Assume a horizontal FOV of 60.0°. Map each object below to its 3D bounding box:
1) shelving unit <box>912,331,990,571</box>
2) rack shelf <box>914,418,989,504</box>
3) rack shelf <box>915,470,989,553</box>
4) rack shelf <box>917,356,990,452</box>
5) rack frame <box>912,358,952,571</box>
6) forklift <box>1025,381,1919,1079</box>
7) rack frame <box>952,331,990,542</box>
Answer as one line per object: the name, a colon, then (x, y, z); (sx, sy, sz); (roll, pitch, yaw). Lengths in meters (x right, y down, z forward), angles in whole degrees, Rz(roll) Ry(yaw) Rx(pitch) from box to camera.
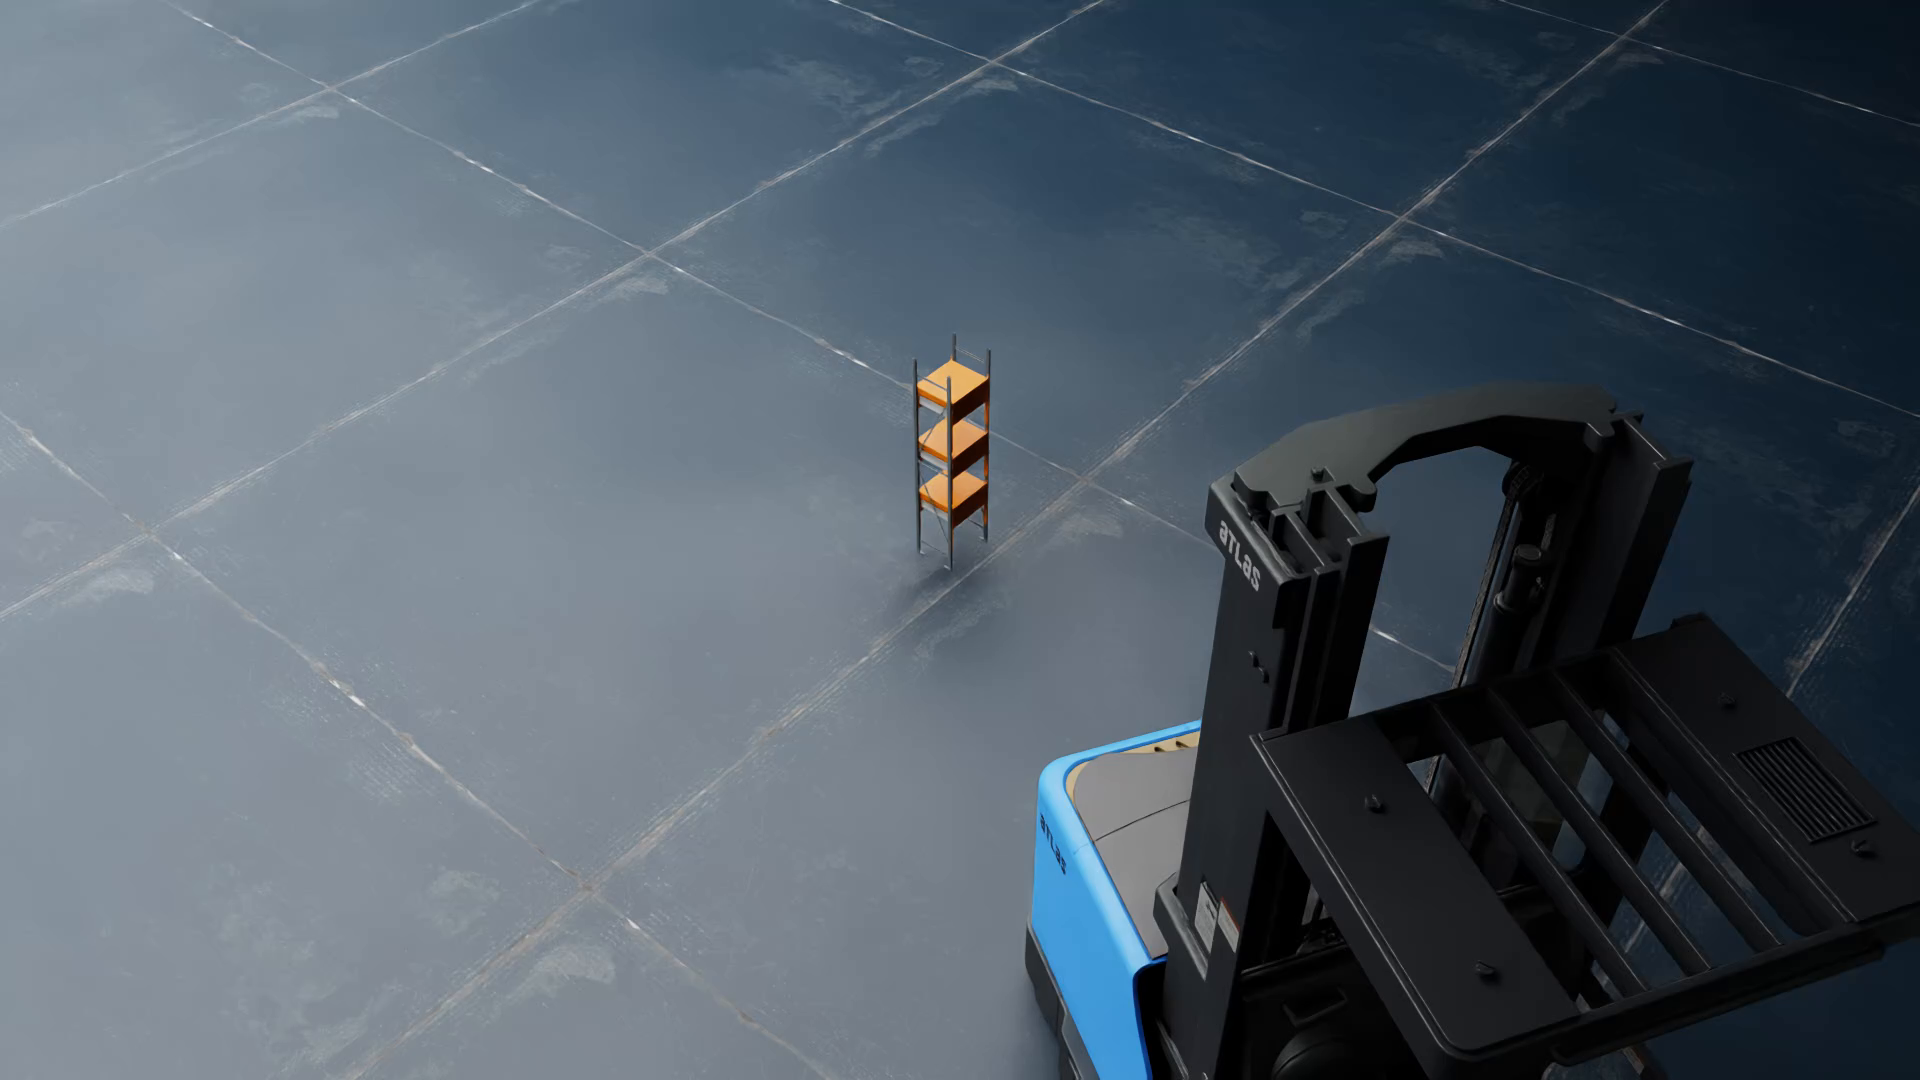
shelving unit: (-0.034, -0.361, 7.049); (0.215, 1.050, 0.252); (29, 50, 28)
rack shelf: (-0.034, -0.353, 7.056); (0.215, 0.259, 0.240); (29, 50, 28)
rack shelf: (-0.034, -0.147, 7.243); (0.215, 0.259, 0.240); (29, 50, 28)
rack shelf: (-0.034, -0.563, 6.865); (0.215, 0.259, 0.240); (29, 50, 28)
rack frame: (-0.113, -0.298, 6.980); (0.200, 1.050, 0.008); (29, 50, 28)
forklift: (1.185, 1.224, 3.907); (1.130, 2.935, 3.031); (-13, 44, -14)
rack frame: (0.044, -0.424, 7.118); (0.200, 1.050, 0.008); (29, 50, 28)
